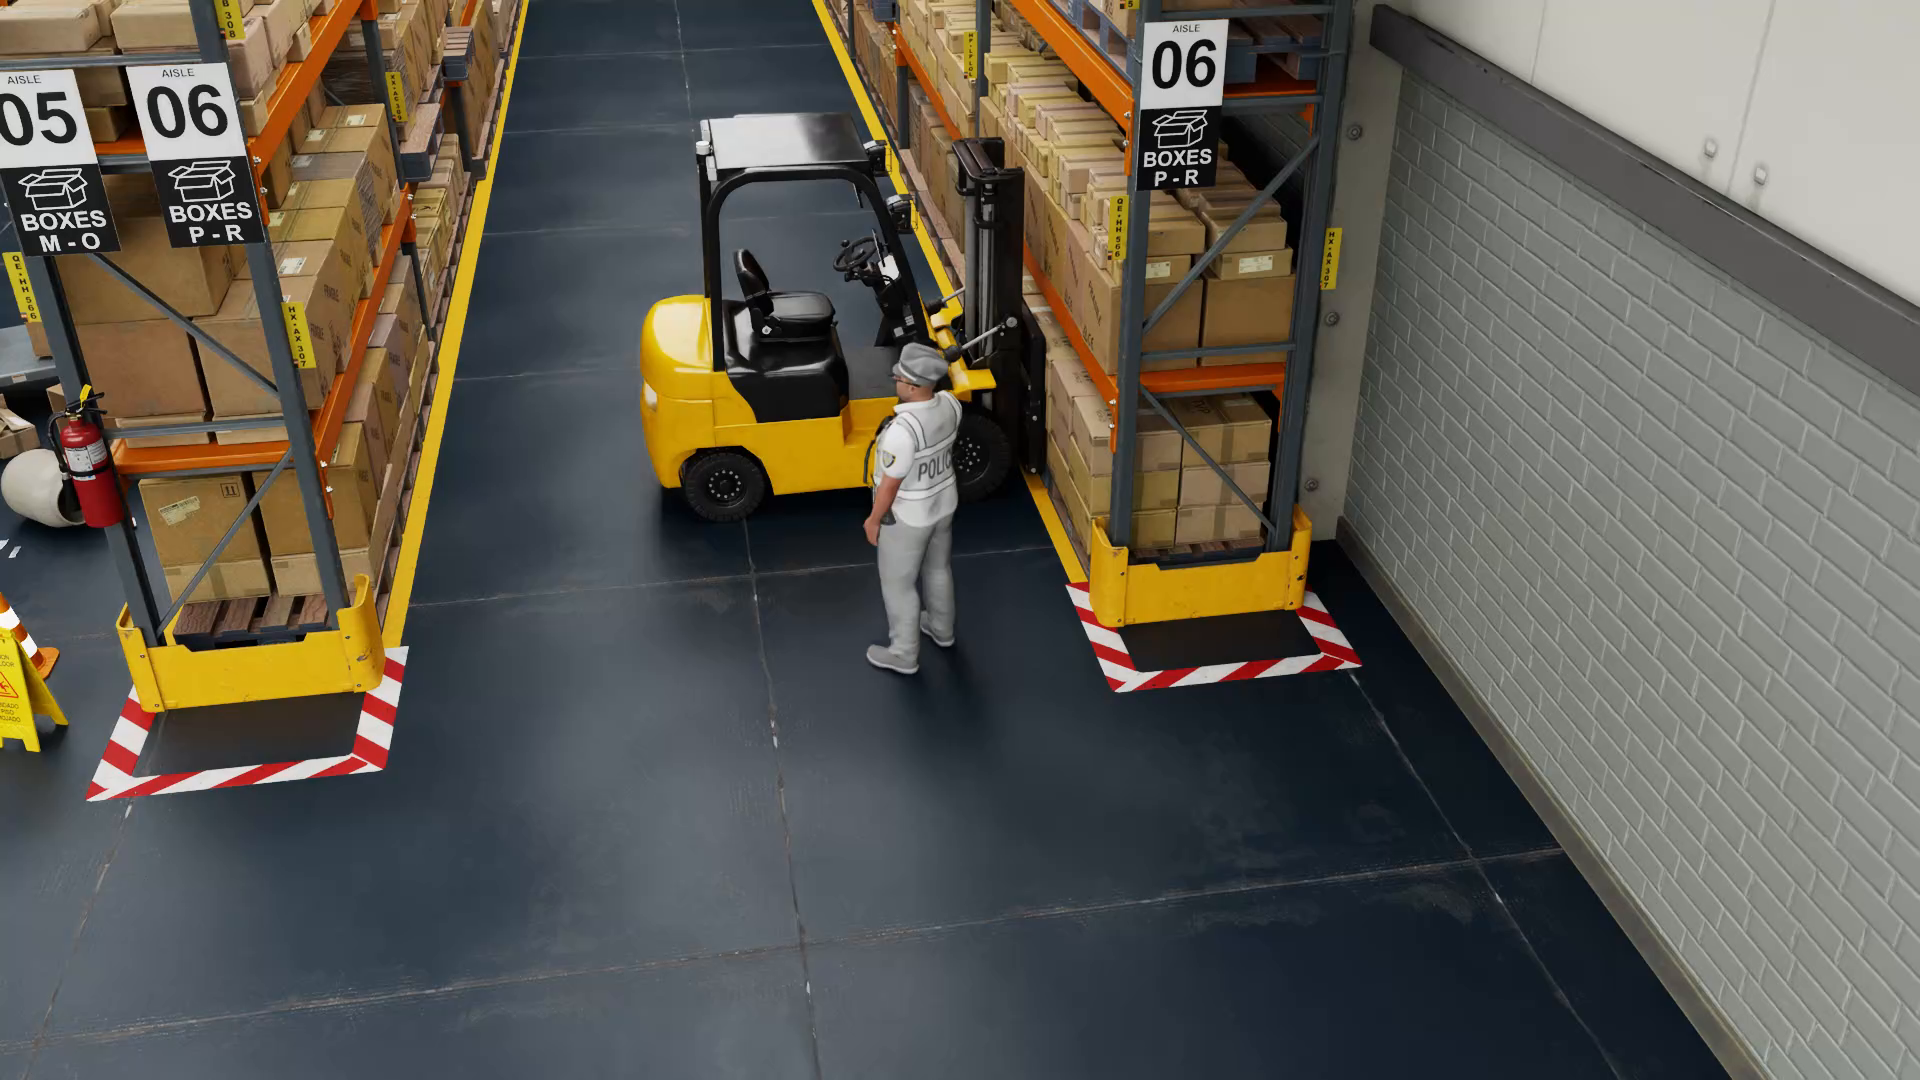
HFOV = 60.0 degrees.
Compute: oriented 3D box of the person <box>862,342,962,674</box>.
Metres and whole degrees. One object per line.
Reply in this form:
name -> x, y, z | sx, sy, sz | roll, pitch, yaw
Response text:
person -> -0.235, -0.175, 8.371 | 0.435, 1.786, 0.611 | 20, 36, 30
